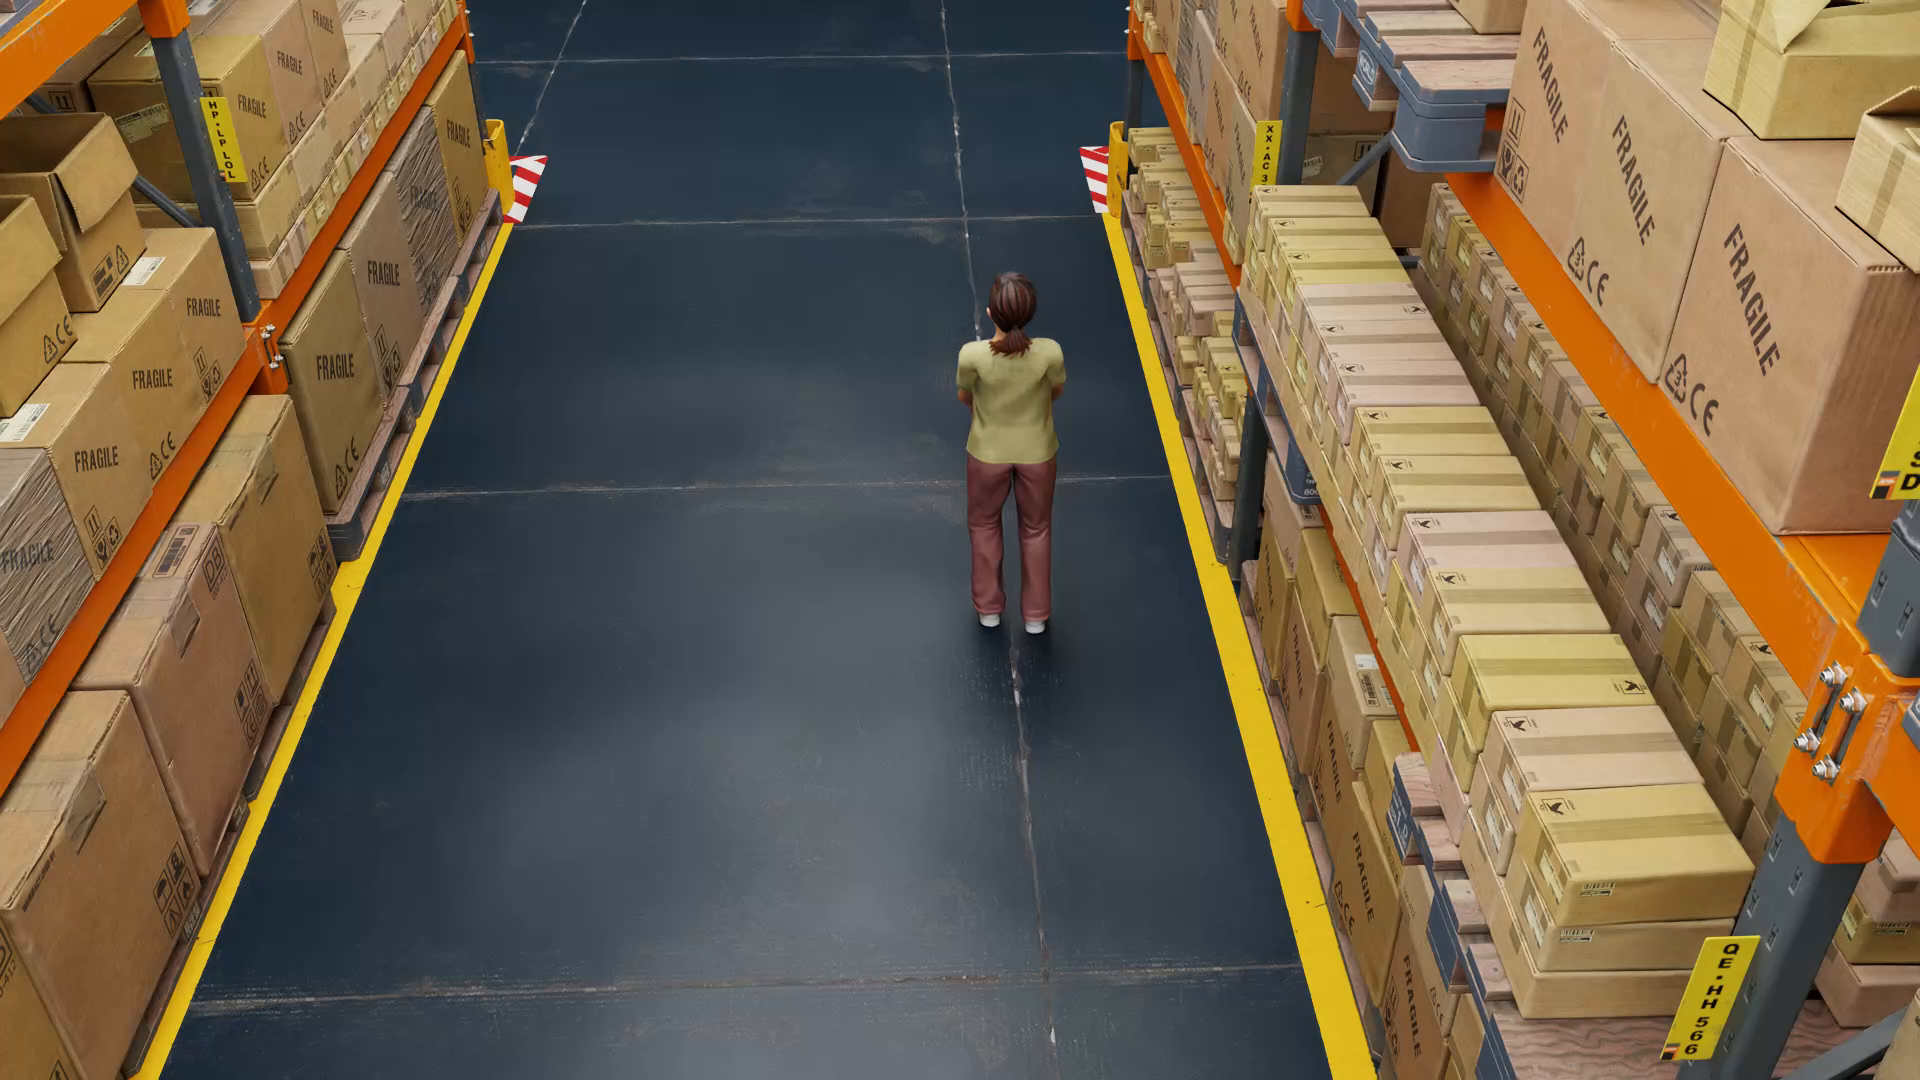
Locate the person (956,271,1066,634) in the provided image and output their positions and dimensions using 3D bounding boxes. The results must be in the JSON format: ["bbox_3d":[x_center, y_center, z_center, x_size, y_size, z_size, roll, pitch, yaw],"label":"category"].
[{"bbox_3d":[0.195,-0.370,6.678,0.428,1.662,0.552,-1,35,-2],"label":"person"}]
